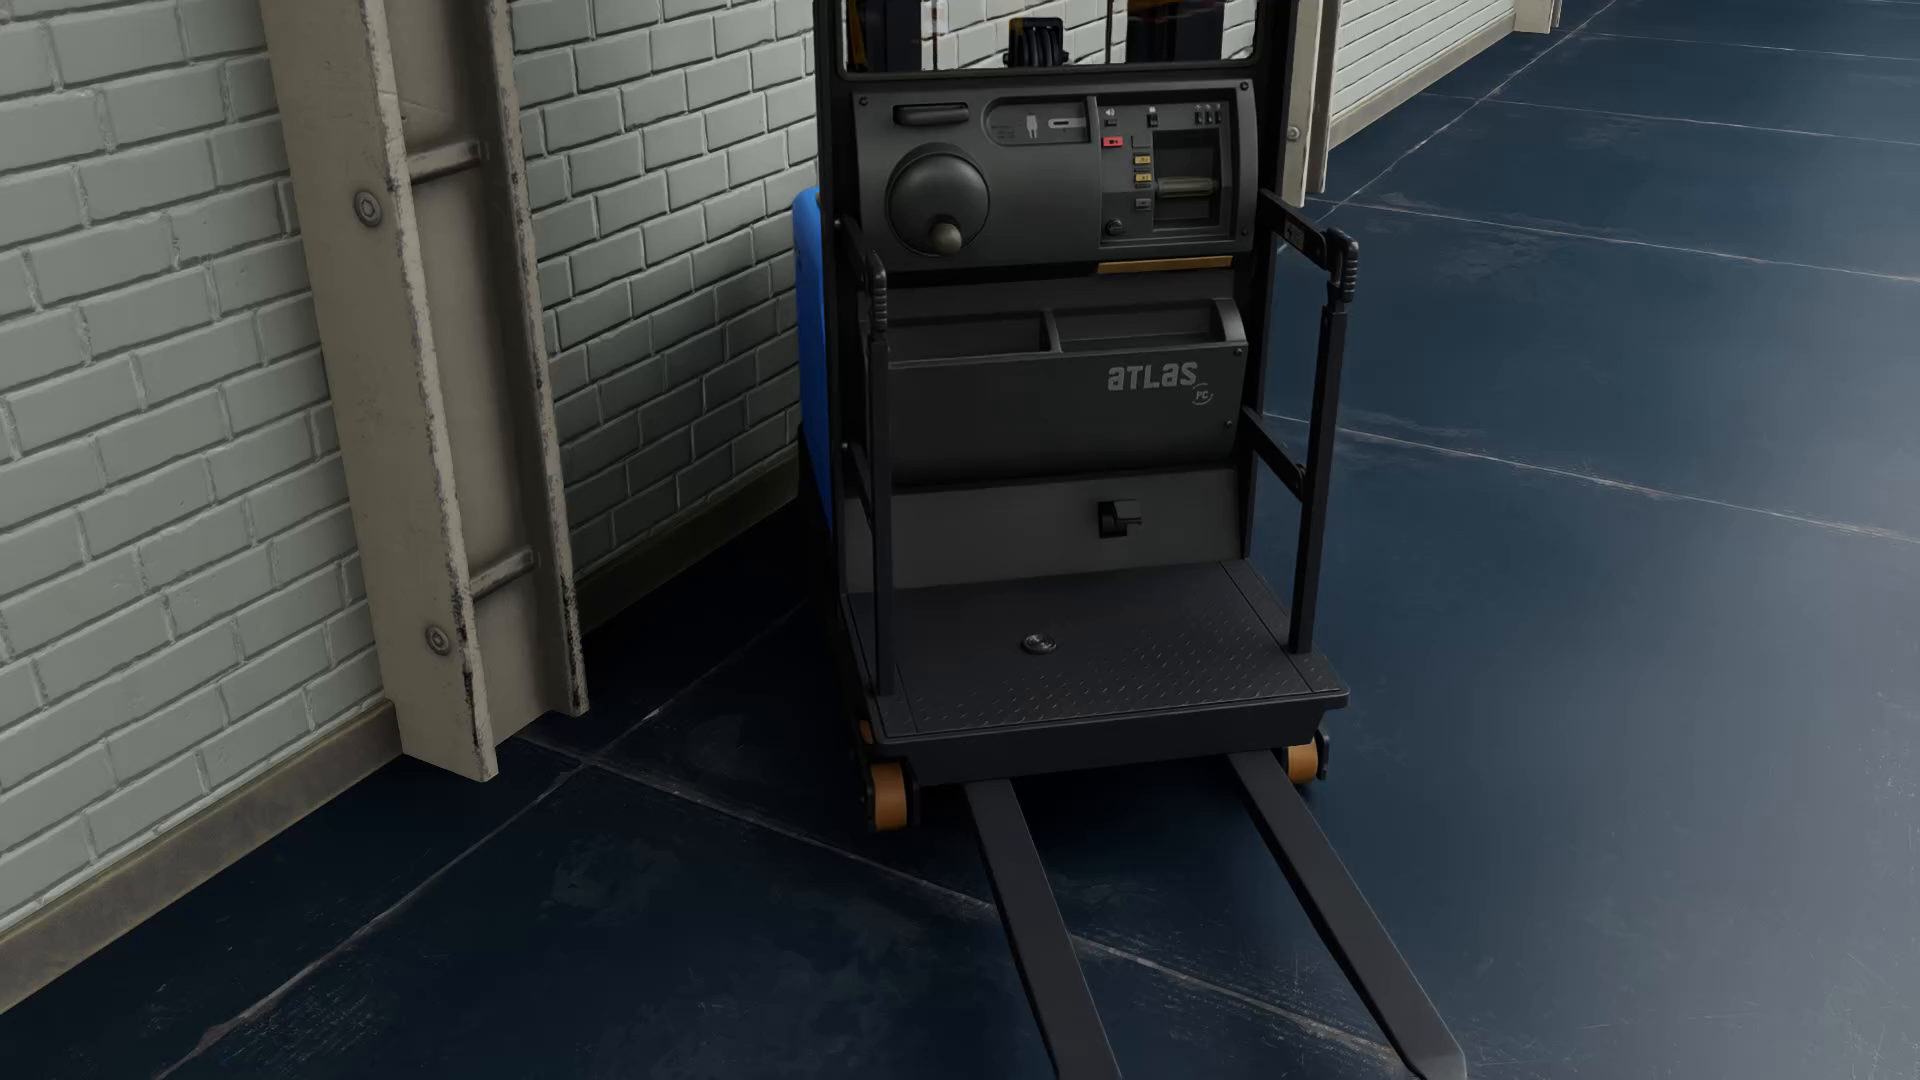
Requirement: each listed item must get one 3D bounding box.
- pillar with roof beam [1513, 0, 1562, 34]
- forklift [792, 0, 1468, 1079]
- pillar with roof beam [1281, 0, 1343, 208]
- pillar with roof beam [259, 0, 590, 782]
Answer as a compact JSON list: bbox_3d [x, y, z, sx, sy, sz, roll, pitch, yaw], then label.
[{"bbox_3d":[8.451,-7.270,9.719,9.100,9.000,0.400,14,30,26],"label":"pillar with roof beam"},{"bbox_3d":[0.266,-0.807,3.588,1.130,2.935,3.031,-5,27,-10],"label":"forklift"},{"bbox_3d":[5.499,-4.931,5.048,9.100,9.000,0.400,14,30,26],"label":"pillar with roof beam"},{"bbox_3d":[2.548,-2.593,0.377,9.100,9.000,0.400,14,30,26],"label":"pillar with roof beam"}]
